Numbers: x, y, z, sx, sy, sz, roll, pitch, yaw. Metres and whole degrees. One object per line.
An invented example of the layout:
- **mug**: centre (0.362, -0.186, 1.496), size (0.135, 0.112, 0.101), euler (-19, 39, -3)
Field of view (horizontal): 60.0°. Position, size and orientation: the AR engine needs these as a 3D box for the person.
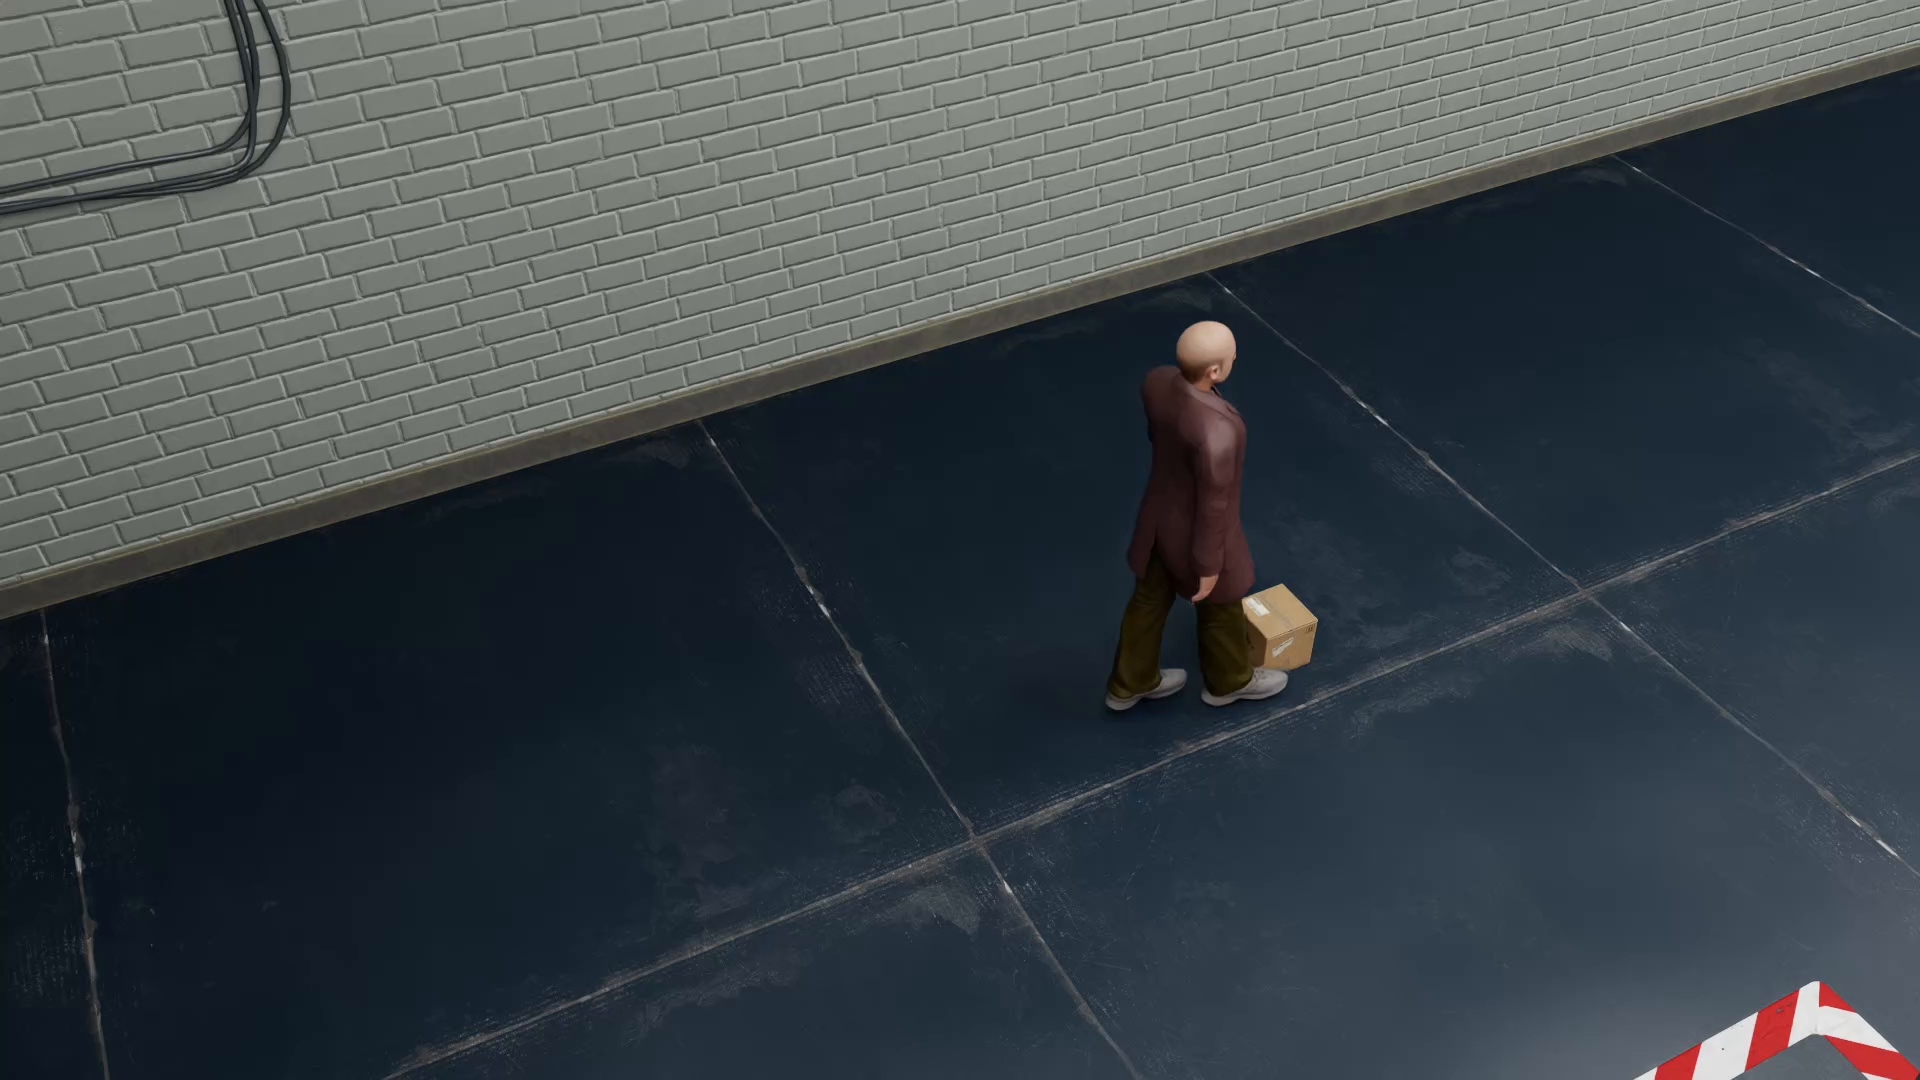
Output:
- **person**: centre (0.927, -0.080, 6.249), size (0.731, 1.773, 0.593), euler (-19, 44, -21)
